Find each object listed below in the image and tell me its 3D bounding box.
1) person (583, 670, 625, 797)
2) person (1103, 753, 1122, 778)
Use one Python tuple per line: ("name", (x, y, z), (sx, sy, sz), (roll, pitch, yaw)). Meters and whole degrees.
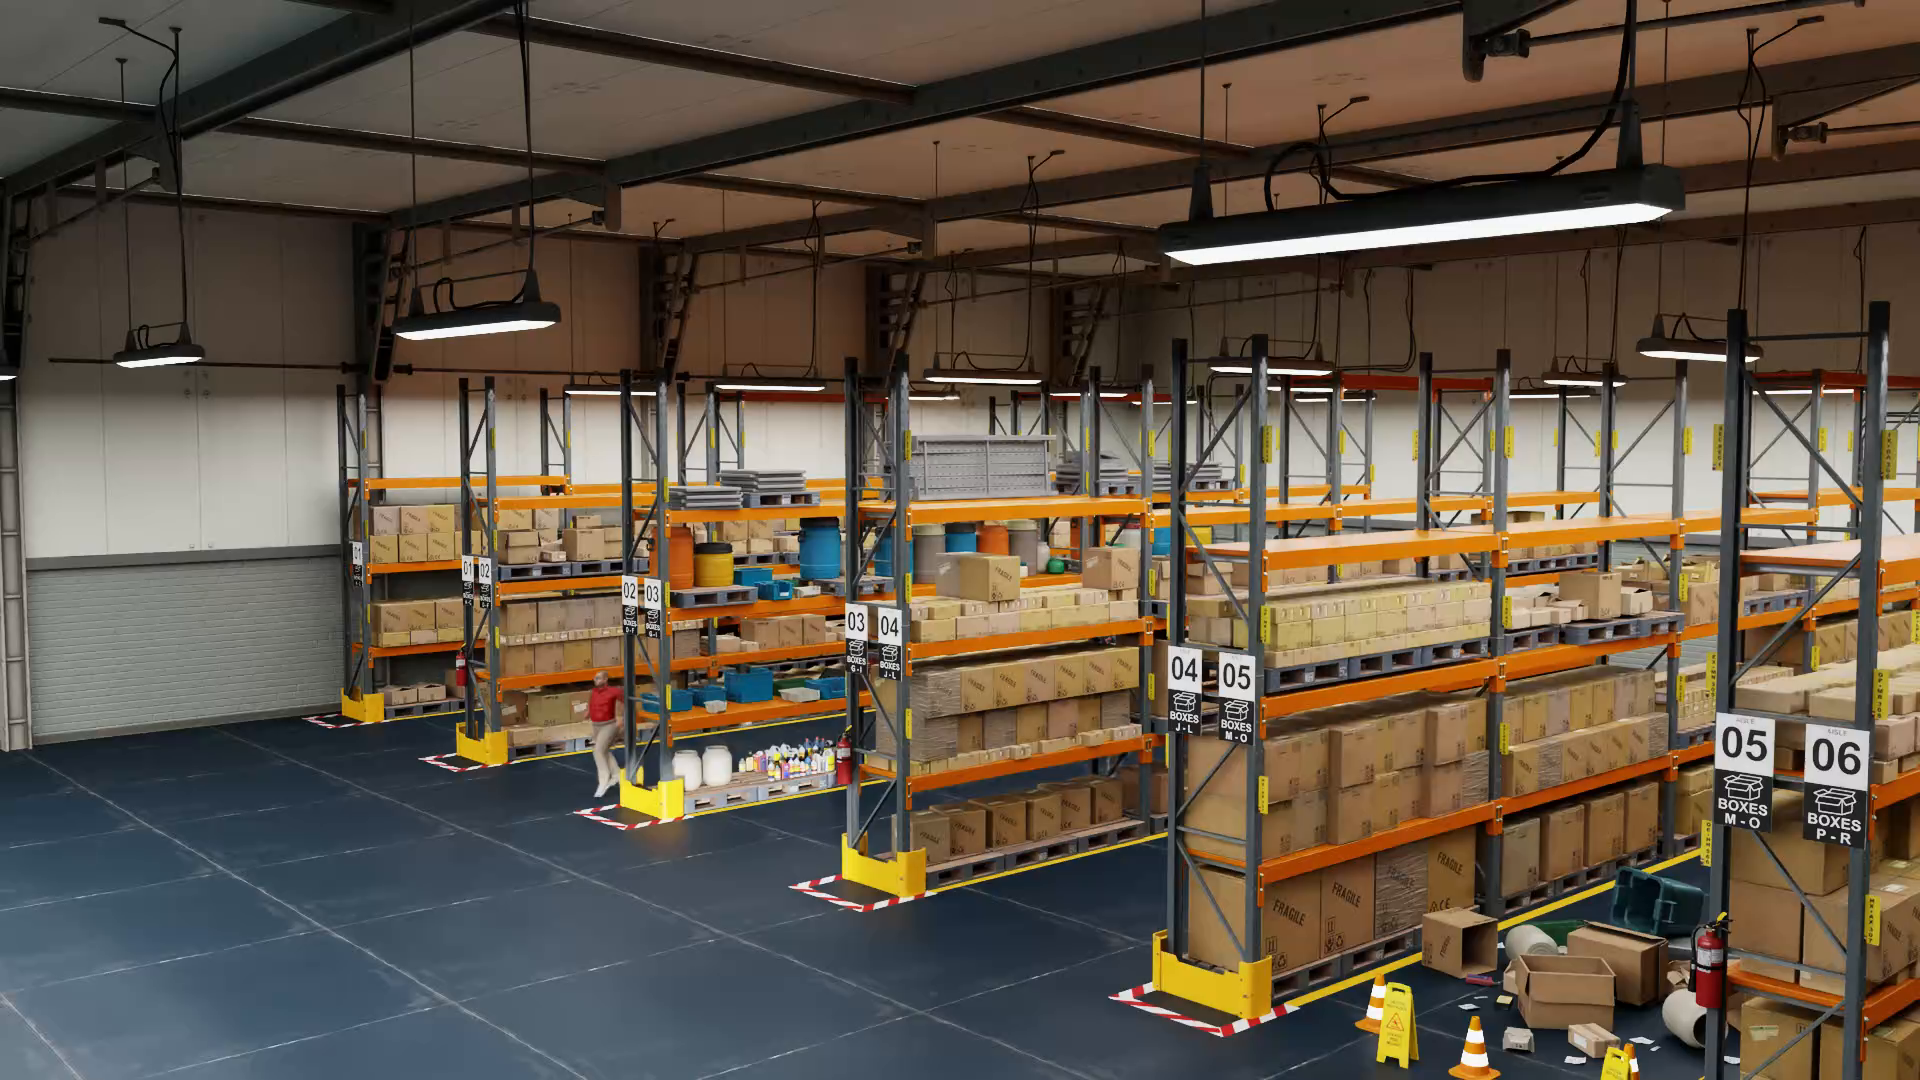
("person", (-5.055, 2.749, 23.790), (0.706, 1.793, 0.706), (3, 5, 39))
("person", (2.268, 2.702, 24.336), (0.683, 1.743, 0.689), (3, 5, 36))
